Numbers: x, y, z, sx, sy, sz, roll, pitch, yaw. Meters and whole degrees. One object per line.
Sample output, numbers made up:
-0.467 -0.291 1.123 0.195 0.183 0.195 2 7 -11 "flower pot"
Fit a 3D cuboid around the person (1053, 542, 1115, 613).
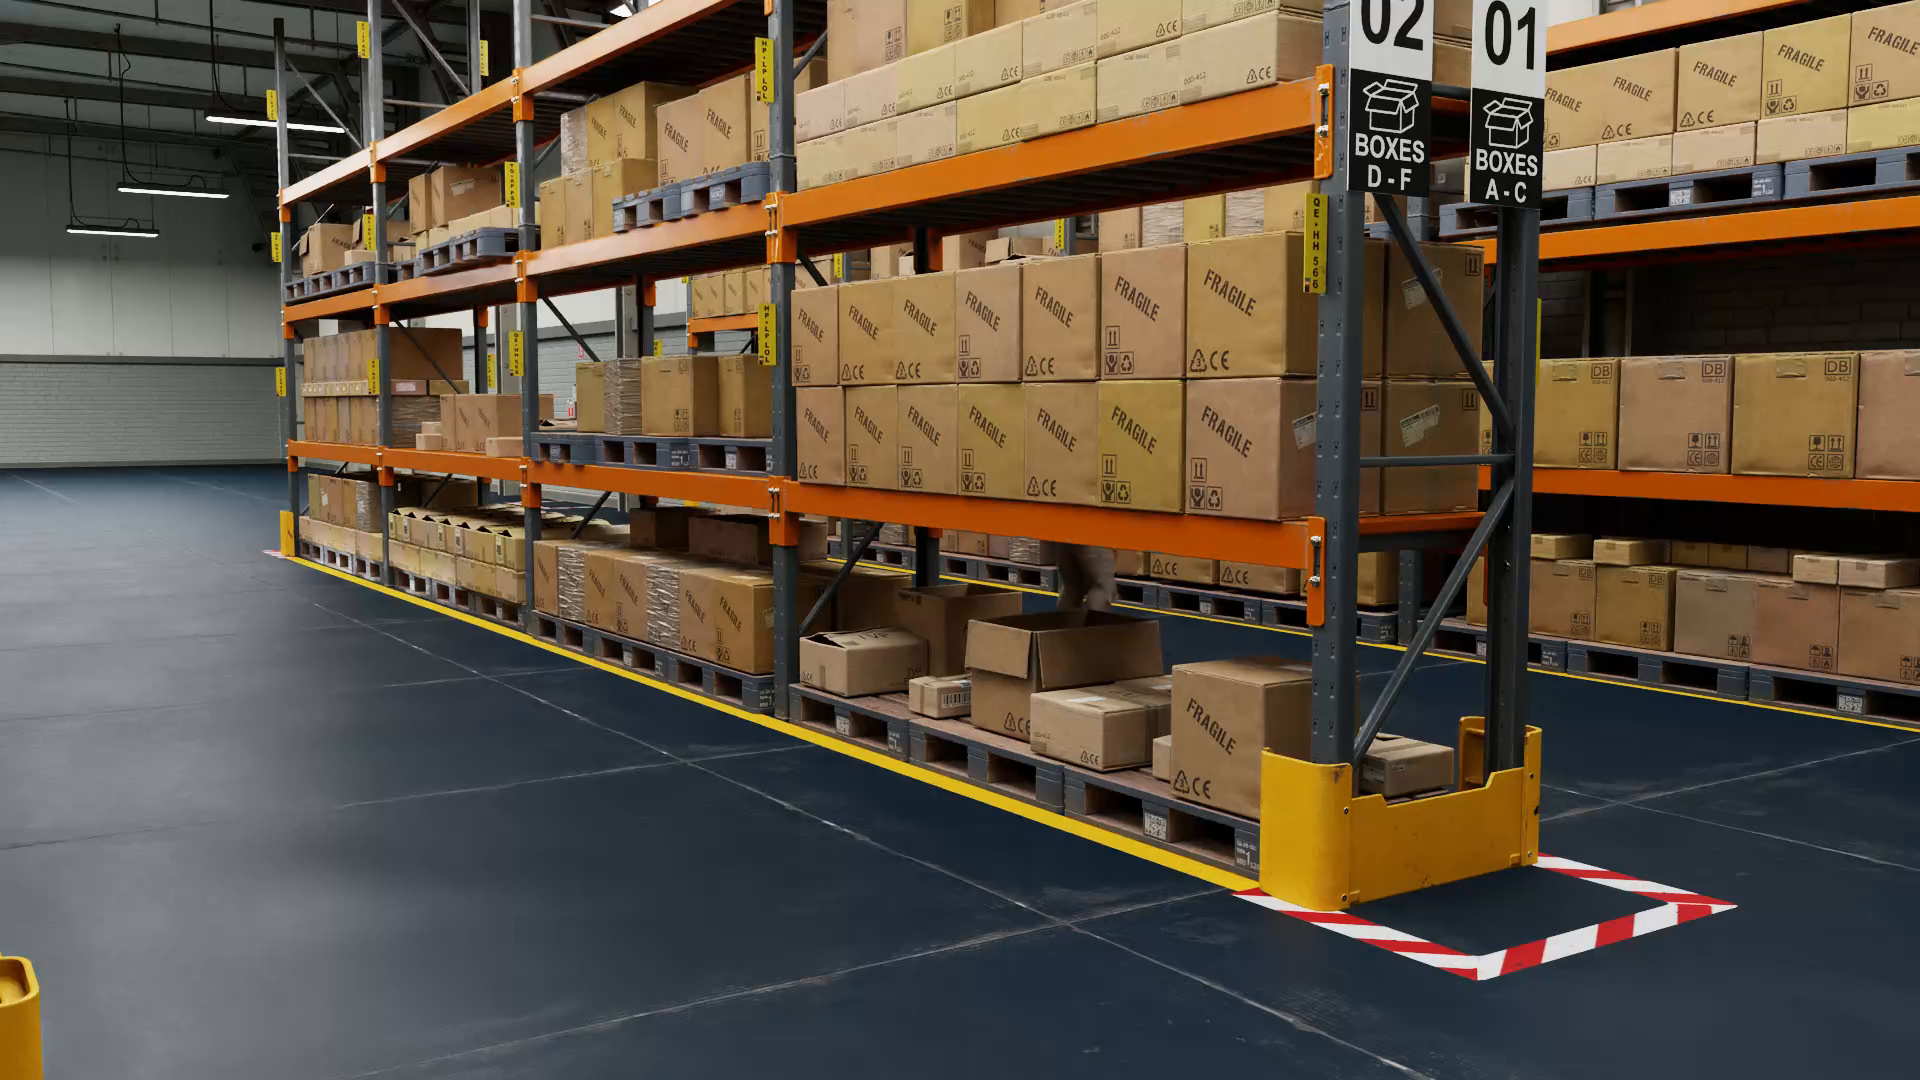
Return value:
0.841 -0.062 11.128 0.397 1.733 0.547 -3 6 -35 "person"
